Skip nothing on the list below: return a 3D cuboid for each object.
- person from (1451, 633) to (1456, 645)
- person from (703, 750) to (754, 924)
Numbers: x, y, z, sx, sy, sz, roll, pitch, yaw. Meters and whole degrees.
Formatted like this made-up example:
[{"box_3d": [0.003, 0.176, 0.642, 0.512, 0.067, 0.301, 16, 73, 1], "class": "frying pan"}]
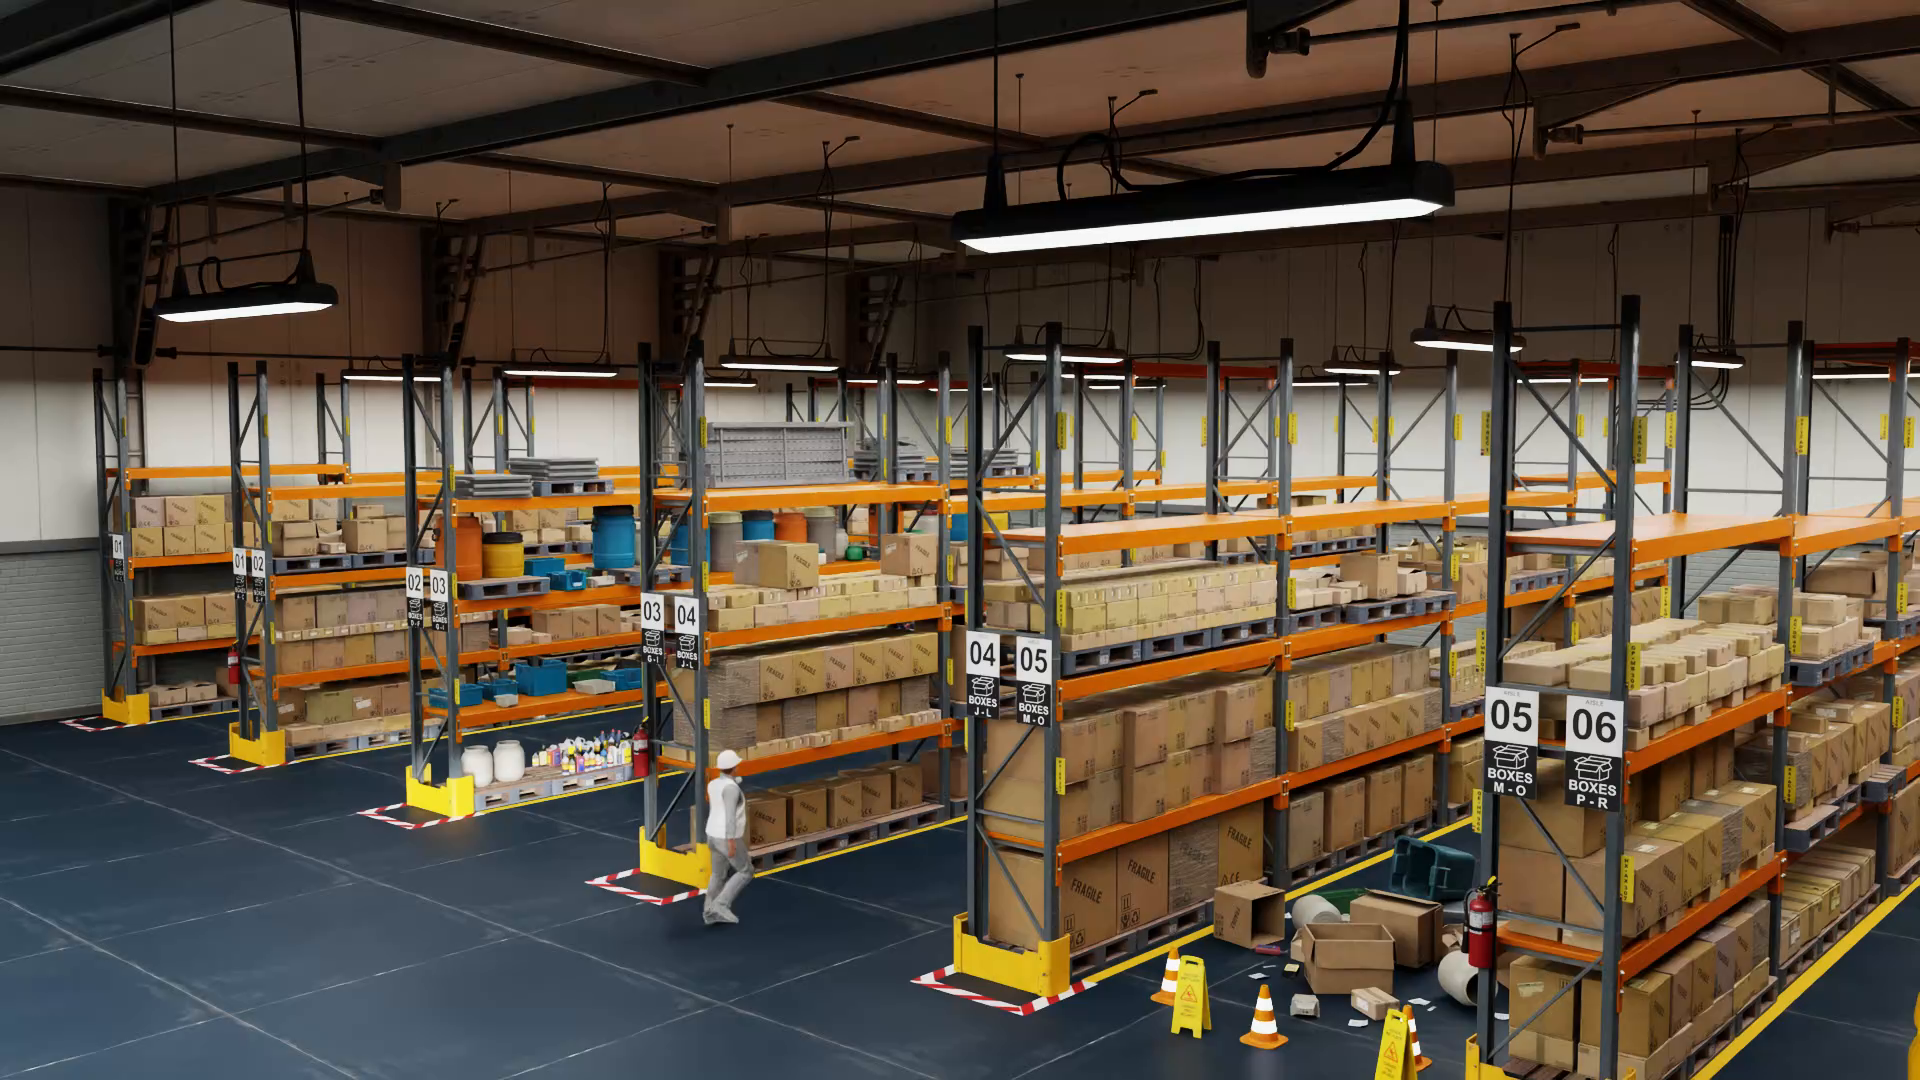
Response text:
[{"box_3d": [8.136, 2.331, 27.214, 0.635, 1.686, 0.752, -4, 6, -40], "class": "person"}, {"box_3d": [-2.393, 3.023, 16.960, 0.495, 1.759, 0.574, -2, 5, -30], "class": "person"}]
